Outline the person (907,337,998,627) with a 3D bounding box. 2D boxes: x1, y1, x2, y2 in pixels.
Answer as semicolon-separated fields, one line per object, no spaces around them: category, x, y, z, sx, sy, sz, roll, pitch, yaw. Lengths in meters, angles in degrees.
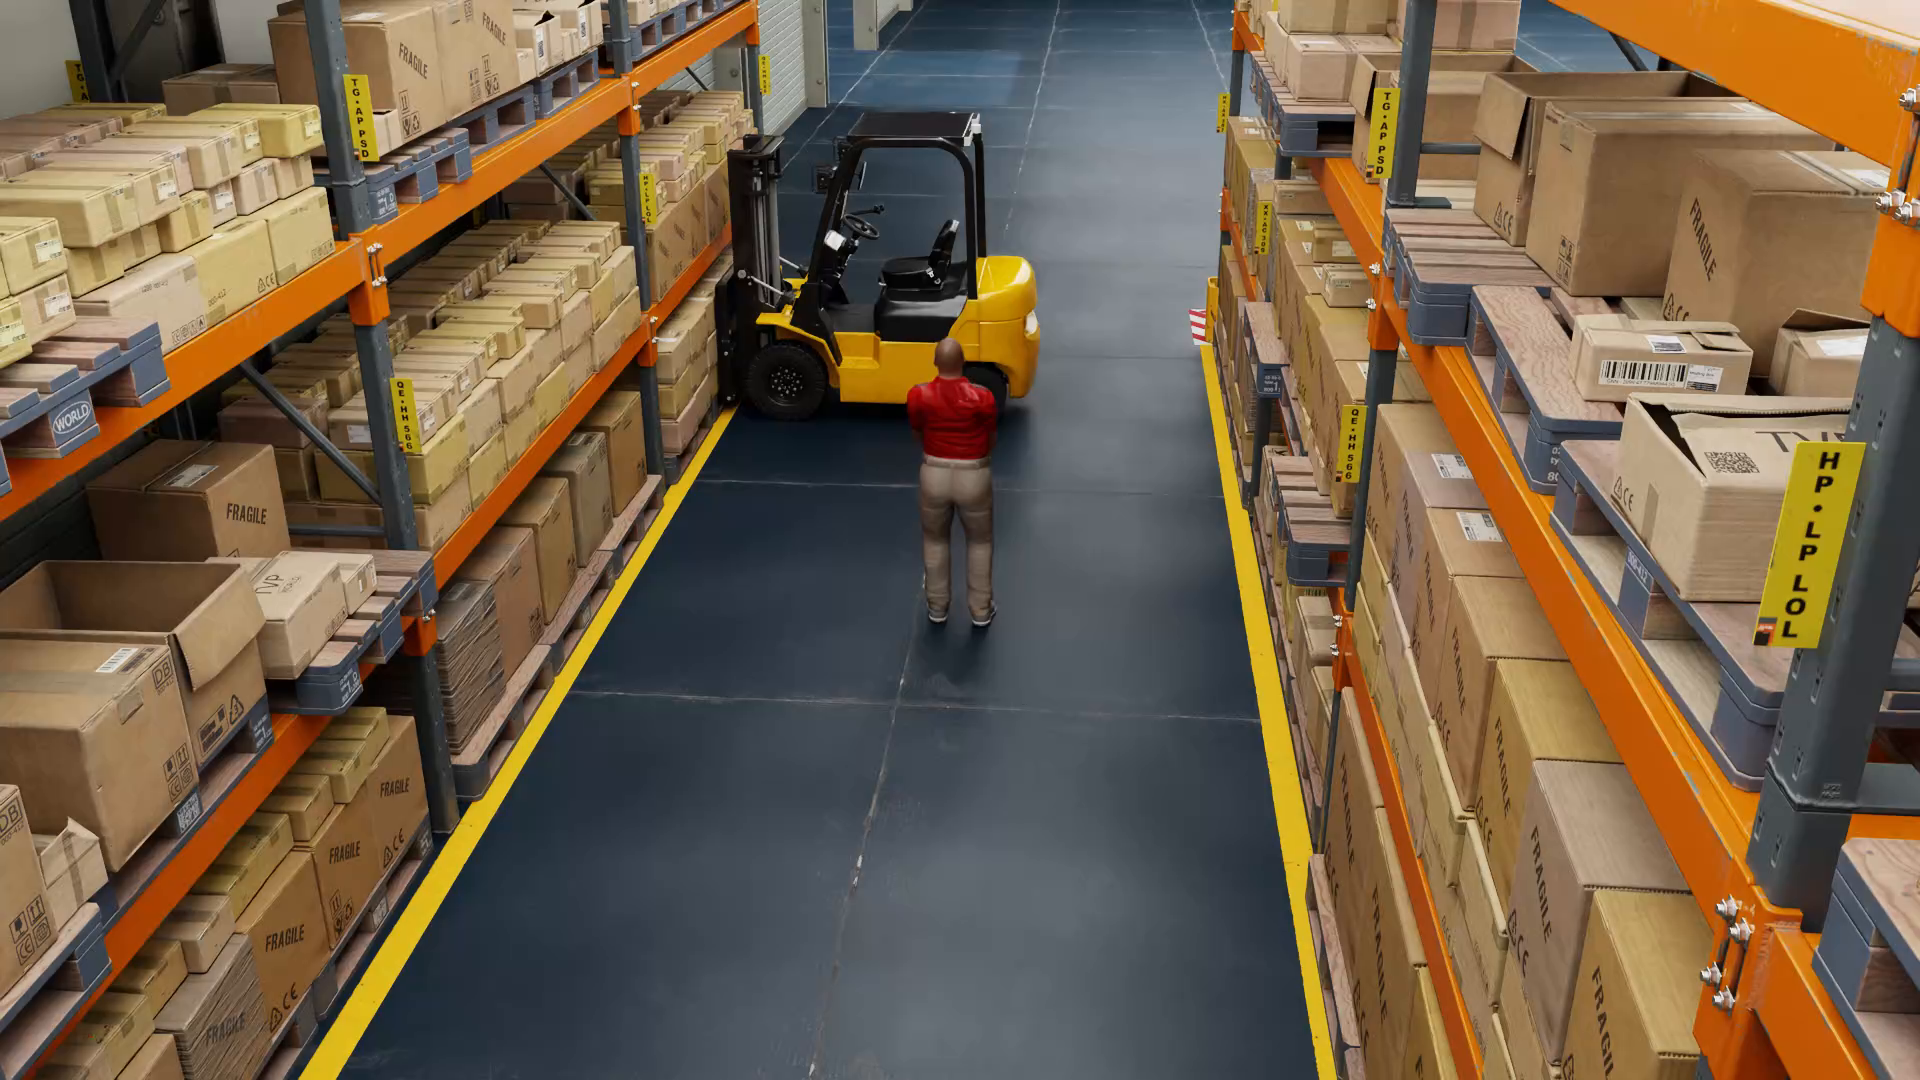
person;-0.022;-0.360;9.421;0.501;1.723;0.527;4;25;8
